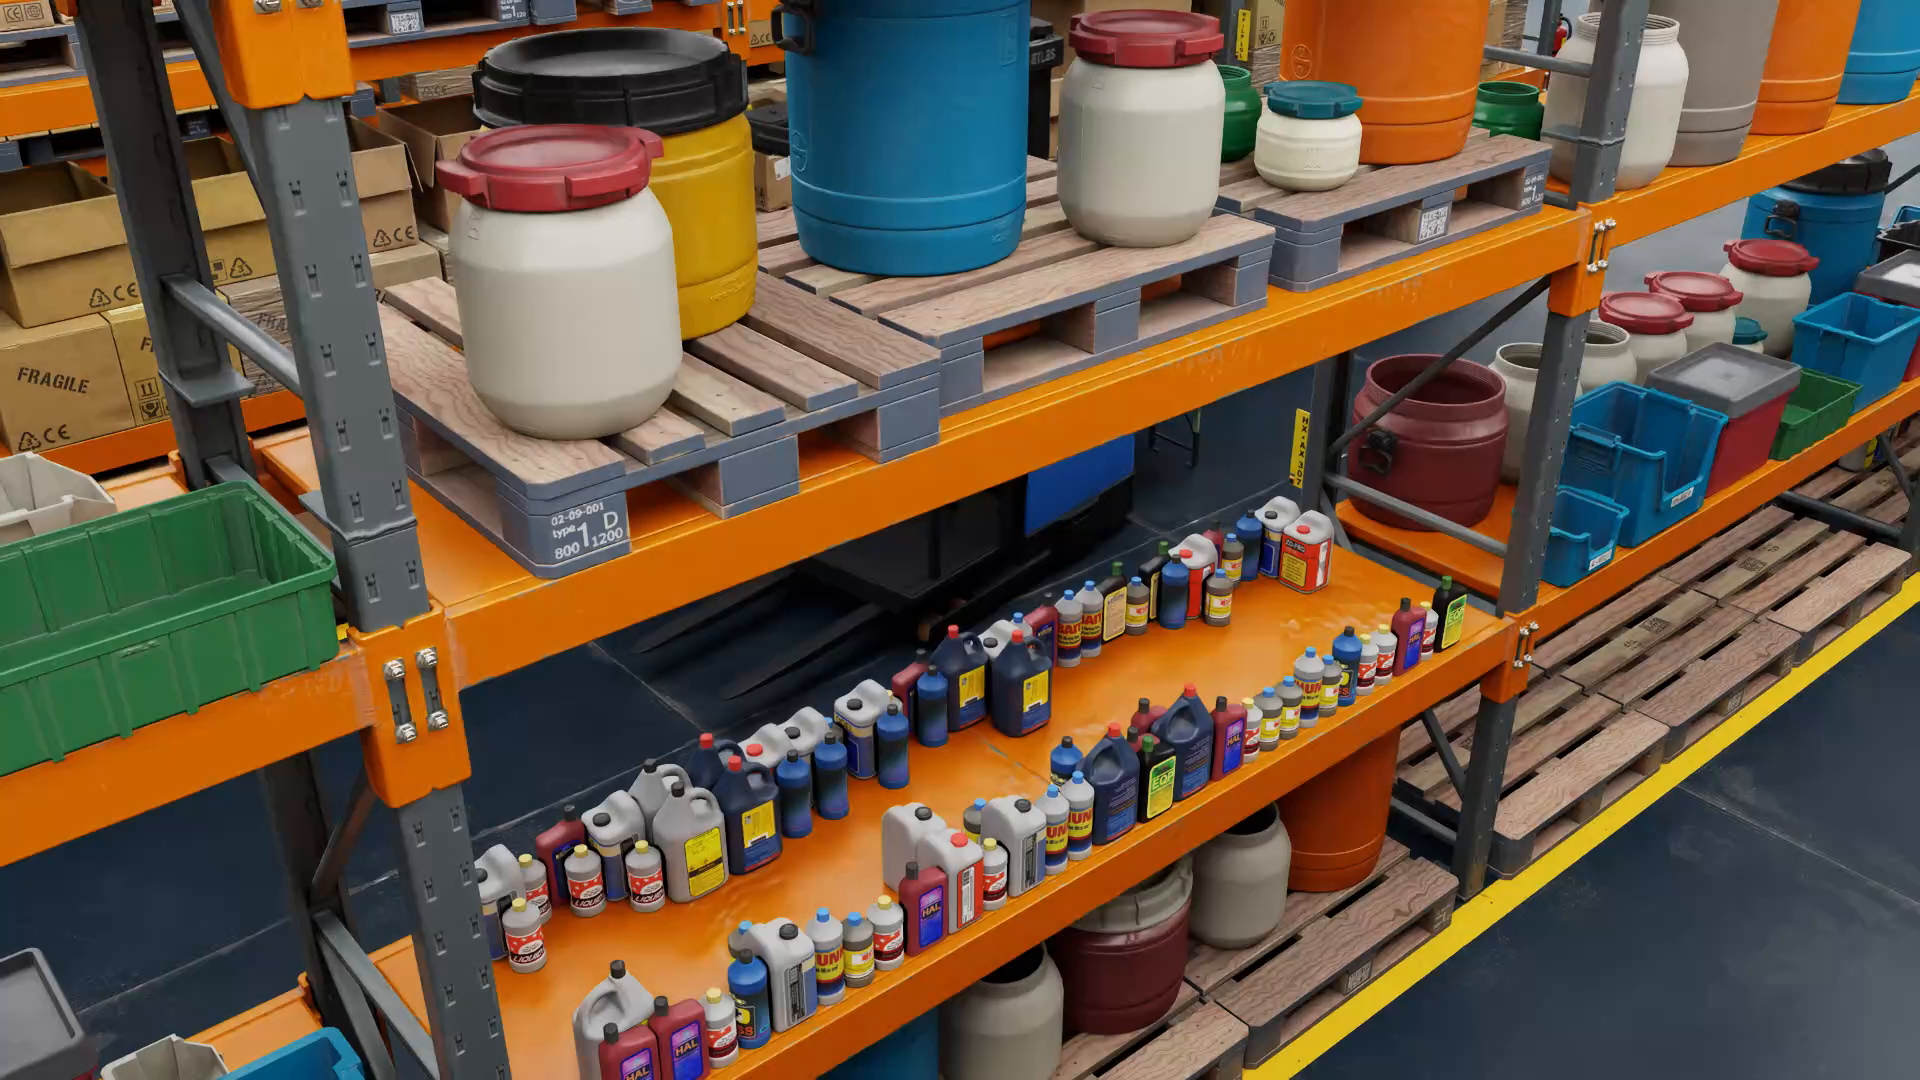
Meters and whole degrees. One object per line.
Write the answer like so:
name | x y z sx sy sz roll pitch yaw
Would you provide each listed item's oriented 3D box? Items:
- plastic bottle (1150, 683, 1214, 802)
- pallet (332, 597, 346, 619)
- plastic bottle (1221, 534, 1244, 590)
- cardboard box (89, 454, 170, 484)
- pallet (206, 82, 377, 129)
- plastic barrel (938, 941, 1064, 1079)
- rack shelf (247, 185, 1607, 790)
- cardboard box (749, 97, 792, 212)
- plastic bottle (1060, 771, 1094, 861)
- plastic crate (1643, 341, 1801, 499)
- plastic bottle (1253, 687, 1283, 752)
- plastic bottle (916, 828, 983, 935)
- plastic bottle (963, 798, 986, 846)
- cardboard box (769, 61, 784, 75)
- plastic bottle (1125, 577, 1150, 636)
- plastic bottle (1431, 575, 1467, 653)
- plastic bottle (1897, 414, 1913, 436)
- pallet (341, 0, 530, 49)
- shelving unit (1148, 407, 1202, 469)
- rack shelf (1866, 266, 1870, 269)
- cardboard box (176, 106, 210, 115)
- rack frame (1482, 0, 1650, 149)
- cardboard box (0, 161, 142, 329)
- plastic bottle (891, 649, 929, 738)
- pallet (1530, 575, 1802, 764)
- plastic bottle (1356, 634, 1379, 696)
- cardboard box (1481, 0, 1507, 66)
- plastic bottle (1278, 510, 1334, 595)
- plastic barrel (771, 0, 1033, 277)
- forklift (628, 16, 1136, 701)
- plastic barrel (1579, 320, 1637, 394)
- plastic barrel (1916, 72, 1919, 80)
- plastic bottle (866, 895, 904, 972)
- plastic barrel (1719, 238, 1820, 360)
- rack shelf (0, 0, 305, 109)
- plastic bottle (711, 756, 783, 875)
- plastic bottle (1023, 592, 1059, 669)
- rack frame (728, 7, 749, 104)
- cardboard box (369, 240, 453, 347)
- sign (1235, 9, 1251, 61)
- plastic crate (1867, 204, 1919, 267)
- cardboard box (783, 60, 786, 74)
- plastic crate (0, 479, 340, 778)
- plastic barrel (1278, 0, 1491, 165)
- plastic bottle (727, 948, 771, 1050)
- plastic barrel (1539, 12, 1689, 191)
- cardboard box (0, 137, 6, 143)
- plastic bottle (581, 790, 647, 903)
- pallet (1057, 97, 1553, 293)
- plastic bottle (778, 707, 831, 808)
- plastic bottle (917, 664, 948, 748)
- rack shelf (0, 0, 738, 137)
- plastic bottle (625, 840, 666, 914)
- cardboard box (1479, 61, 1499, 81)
plastic bottle | 0.666 0.595 5.006 0.185 0.351 0.144 -22 35 -35
pallet | -3.076 -0.047 9.115 1.213 0.211 1.003 -22 35 -35
plastic bottle | 0.996 0.073 6.142 0.097 0.201 0.097 0 28 0
cardboard box | -4.069 -0.090 8.045 0.875 0.875 1.225 -22 35 -35
pallet | -5.115 -3.331 12.504 1.003 0.211 1.213 -22 35 -35
plastic barrel | 0.123 1.531 5.396 0.421 0.512 0.421 0 28 0
rack shelf | 0.193 -0.480 4.547 4.000 0.370 1.077 -22 35 -35
cardboard box | -1.115 -2.271 9.766 0.500 0.500 0.500 23 36 36
plastic bottle | 0.332 0.779 4.746 0.097 0.271 0.097 0 28 0
plastic crate | 3.143 -0.499 6.934 0.583 0.464 0.402 -22 35 -35
plastic bottle | 0.964 0.556 5.238 0.097 0.201 0.097 0 28 0
plastic bottle | -0.024 0.904 4.508 0.135 0.276 0.152 -22 35 -35
plastic bottle | 0.057 0.826 4.732 0.097 0.201 0.097 0 28 0
cardboard box | -2.245 -5.088 18.093 0.503 0.637 0.797 -22 35 -35
plastic bottle | 0.616 0.225 5.856 0.097 0.201 0.097 0 28 0
plastic bottle | 1.684 0.242 5.739 0.133 0.283 0.061 -22 35 -35
plastic bottle | 5.648 -0.774 9.932 0.133 0.283 0.061 -22 35 -35
pallet | -2.804 -2.543 7.844 1.213 0.211 1.003 -20 34 -33
shelving unit | 1.021 -1.060 9.642 0.755 1.500 0.431 -21 35 -34
rack shelf | 6.279 -1.605 9.834 4.000 0.370 1.077 -22 35 -35
cardboard box | -5.500 -3.119 11.724 0.250 0.149 0.380 -24 36 -37
rack frame | 1.715 -2.732 4.816 0.127 3.000 1.000 -22 35 -35
cardboard box | -4.062 -1.324 7.374 0.637 0.503 0.797 -23 36 -36
plastic bottle | -0.151 0.487 5.280 0.133 0.283 0.061 -22 35 -35
pallet | 3.257 0.549 7.999 1.213 0.211 1.003 -22 35 -35
plastic bottle | 1.335 0.407 5.517 0.097 0.201 0.097 0 28 0
cardboard box | 3.847 -4.131 13.375 0.500 0.500 0.875 -22 35 -35
plastic bottle | 1.275 0.039 6.126 0.135 0.276 0.152 -22 35 -35
plastic barrel | -0.129 -1.169 4.095 0.708 0.901 0.600 -22 35 -35
forklift | -0.339 -1.030 8.068 1.130 2.935 3.031 21 35 34
plastic barrel | 2.679 -0.656 7.177 0.421 0.512 0.421 0 28 0
plastic barrel | 4.014 -2.421 6.883 0.600 0.901 0.600 0 28 0
plastic bottle | -0.196 1.023 4.365 0.097 0.201 0.097 0 28 0
plastic barrel | 3.888 -1.156 8.087 0.433 0.535 0.433 0 28 0
rack shelf | -2.850 -0.403 1.645 4.000 0.370 1.077 -22 35 -35
plastic bottle | -0.607 0.755 4.706 0.185 0.351 0.144 -22 35 -35
plastic bottle | 0.267 0.318 5.595 0.133 0.283 0.061 -22 35 -35
rack frame | -1.500 -1.863 9.553 0.127 3.000 1.000 -22 35 -35
cardboard box | -2.878 -1.201 8.209 0.500 0.500 0.500 -21 35 -34
sign | 1.906 -3.399 11.199 0.005 0.325 0.100 -22 35 -35
plastic crate | 5.423 -1.681 9.370 0.616 0.251 0.499 -22 35 -35
cardboard box | -1.075 -4.311 15.943 0.875 0.875 0.875 -21 35 -34
plastic crate | -1.454 0.146 2.837 0.662 0.188 0.450 -22 35 -35
plastic barrel | 1.281 -1.612 4.999 0.708 0.830 0.600 -22 35 -35
plastic bottle | -0.521 1.122 4.104 0.097 0.271 0.097 0 28 0
plastic barrel | 2.150 -1.444 5.468 0.421 0.512 0.421 0 28 0
cardboard box | -6.496 -2.717 10.972 0.250 0.149 0.380 -21 35 -34
plastic bottle | -0.960 0.844 4.621 0.135 0.276 0.152 -22 35 -35
pallet | 1.069 -1.127 5.195 1.213 0.211 1.003 -22 35 -35
plastic bottle | -0.474 0.648 4.986 0.135 0.276 0.152 -22 35 -35
plastic bottle | -0.086 0.515 5.241 0.097 0.271 0.097 0 28 0
rack shelf | -3.021 -2.256 7.870 4.000 0.370 1.077 -22 35 -35
plastic bottle | -0.865 0.915 4.565 0.097 0.201 0.097 0 28 0
cardboard box | 4.156 -3.867 13.569 0.250 0.149 0.380 -22 35 -35
